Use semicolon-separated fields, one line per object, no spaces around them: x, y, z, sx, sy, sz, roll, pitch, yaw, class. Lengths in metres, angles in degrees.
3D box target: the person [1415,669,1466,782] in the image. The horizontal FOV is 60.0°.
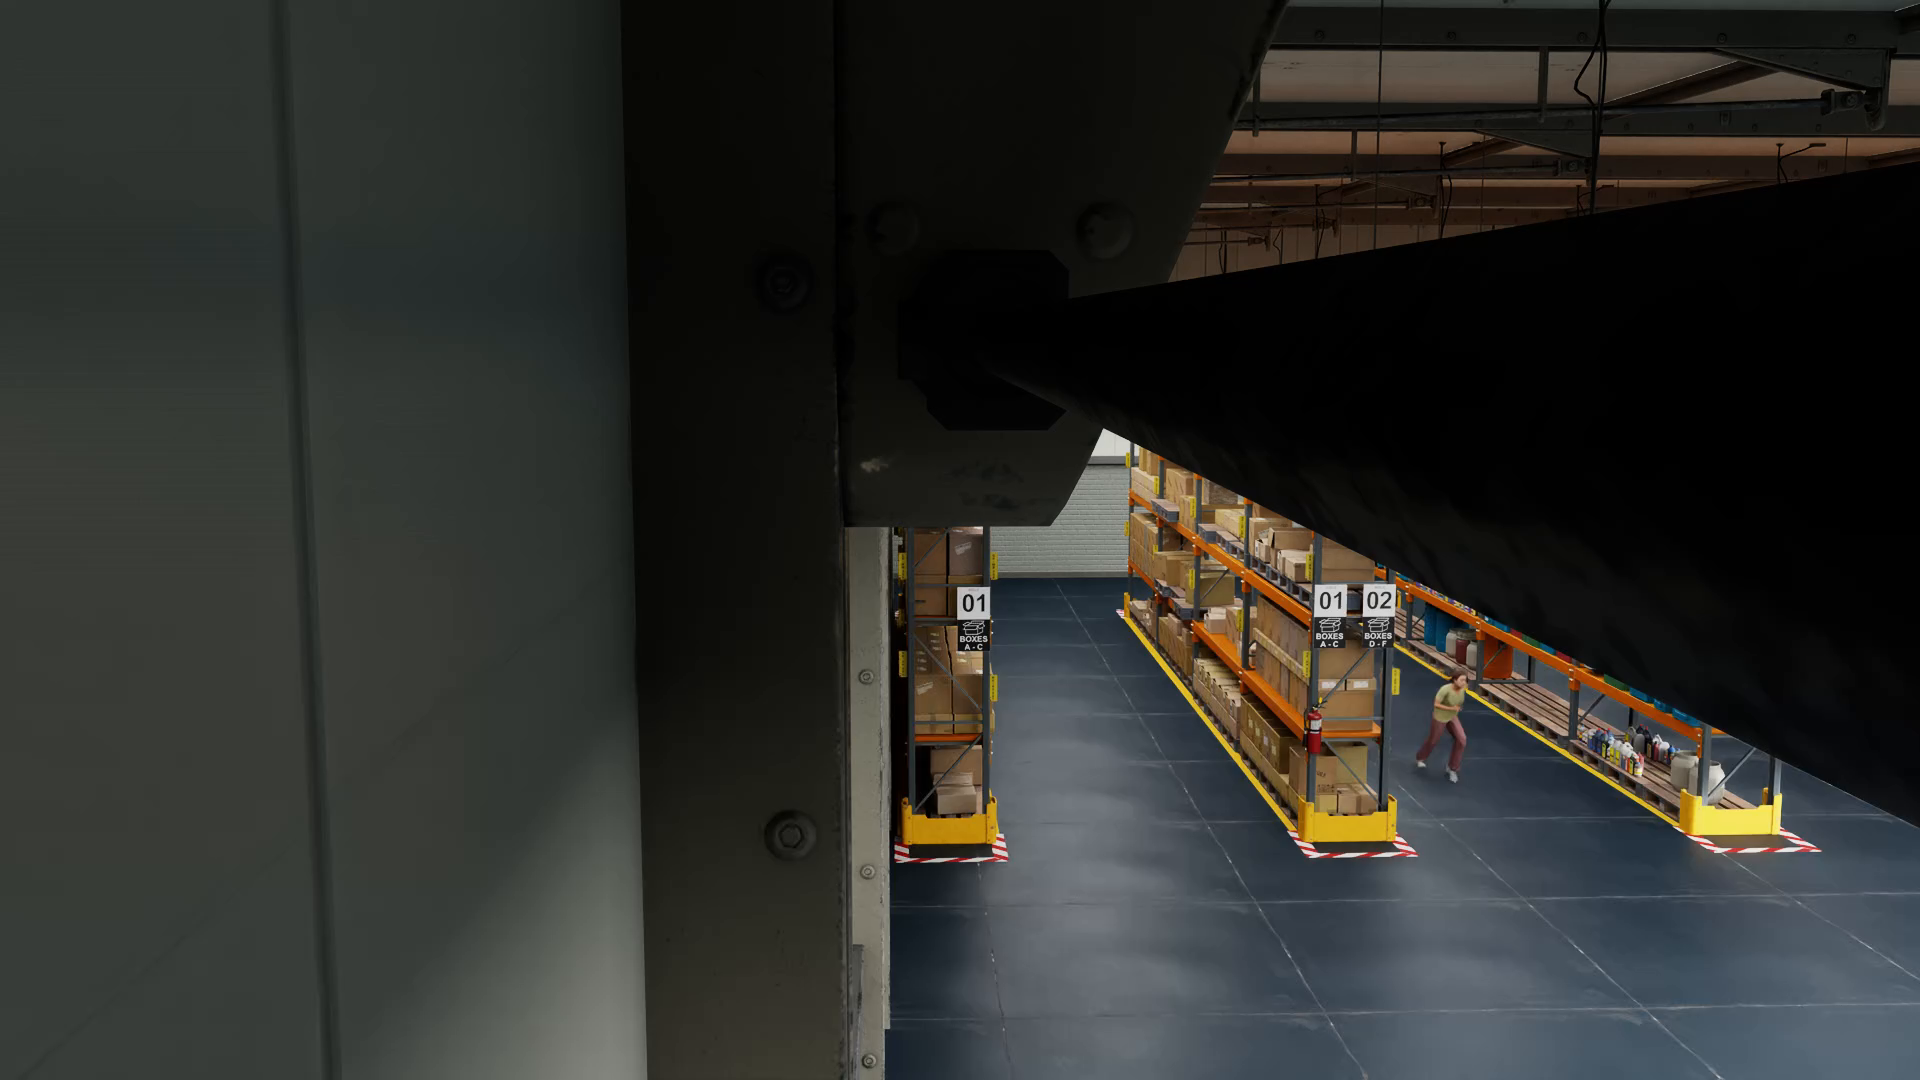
6.818;2.572;23.470;0.626;1.635;0.948;-3;8;-25;person
